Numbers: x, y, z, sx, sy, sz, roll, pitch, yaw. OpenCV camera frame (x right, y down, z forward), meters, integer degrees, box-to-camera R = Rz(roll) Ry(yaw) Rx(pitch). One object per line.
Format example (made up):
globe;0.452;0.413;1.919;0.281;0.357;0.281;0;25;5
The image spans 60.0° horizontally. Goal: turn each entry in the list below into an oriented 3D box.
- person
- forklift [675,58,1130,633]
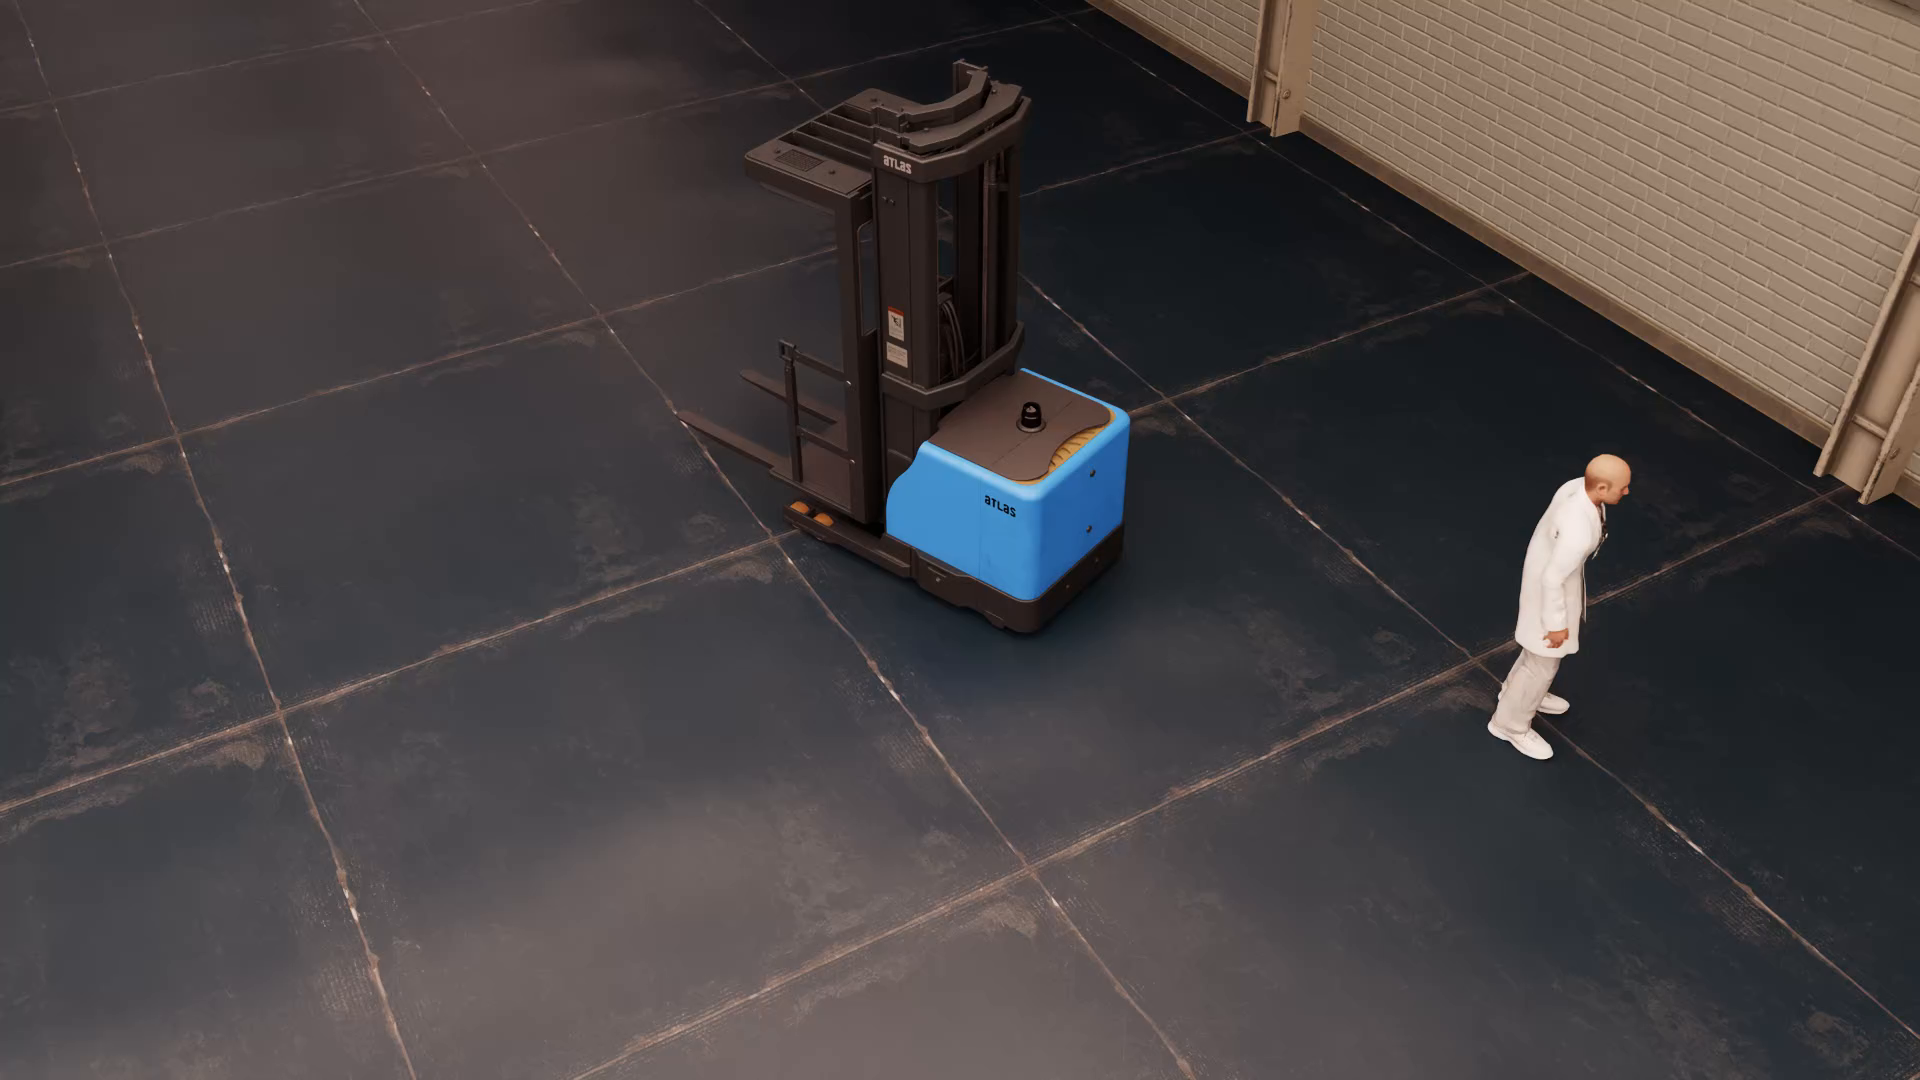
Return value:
person;3.100;0.291;8.592;0.436;1.773;0.640;16;42;19
forklift;-0.481;-1.366;9.683;3.031;2.935;1.130;26;46;28
